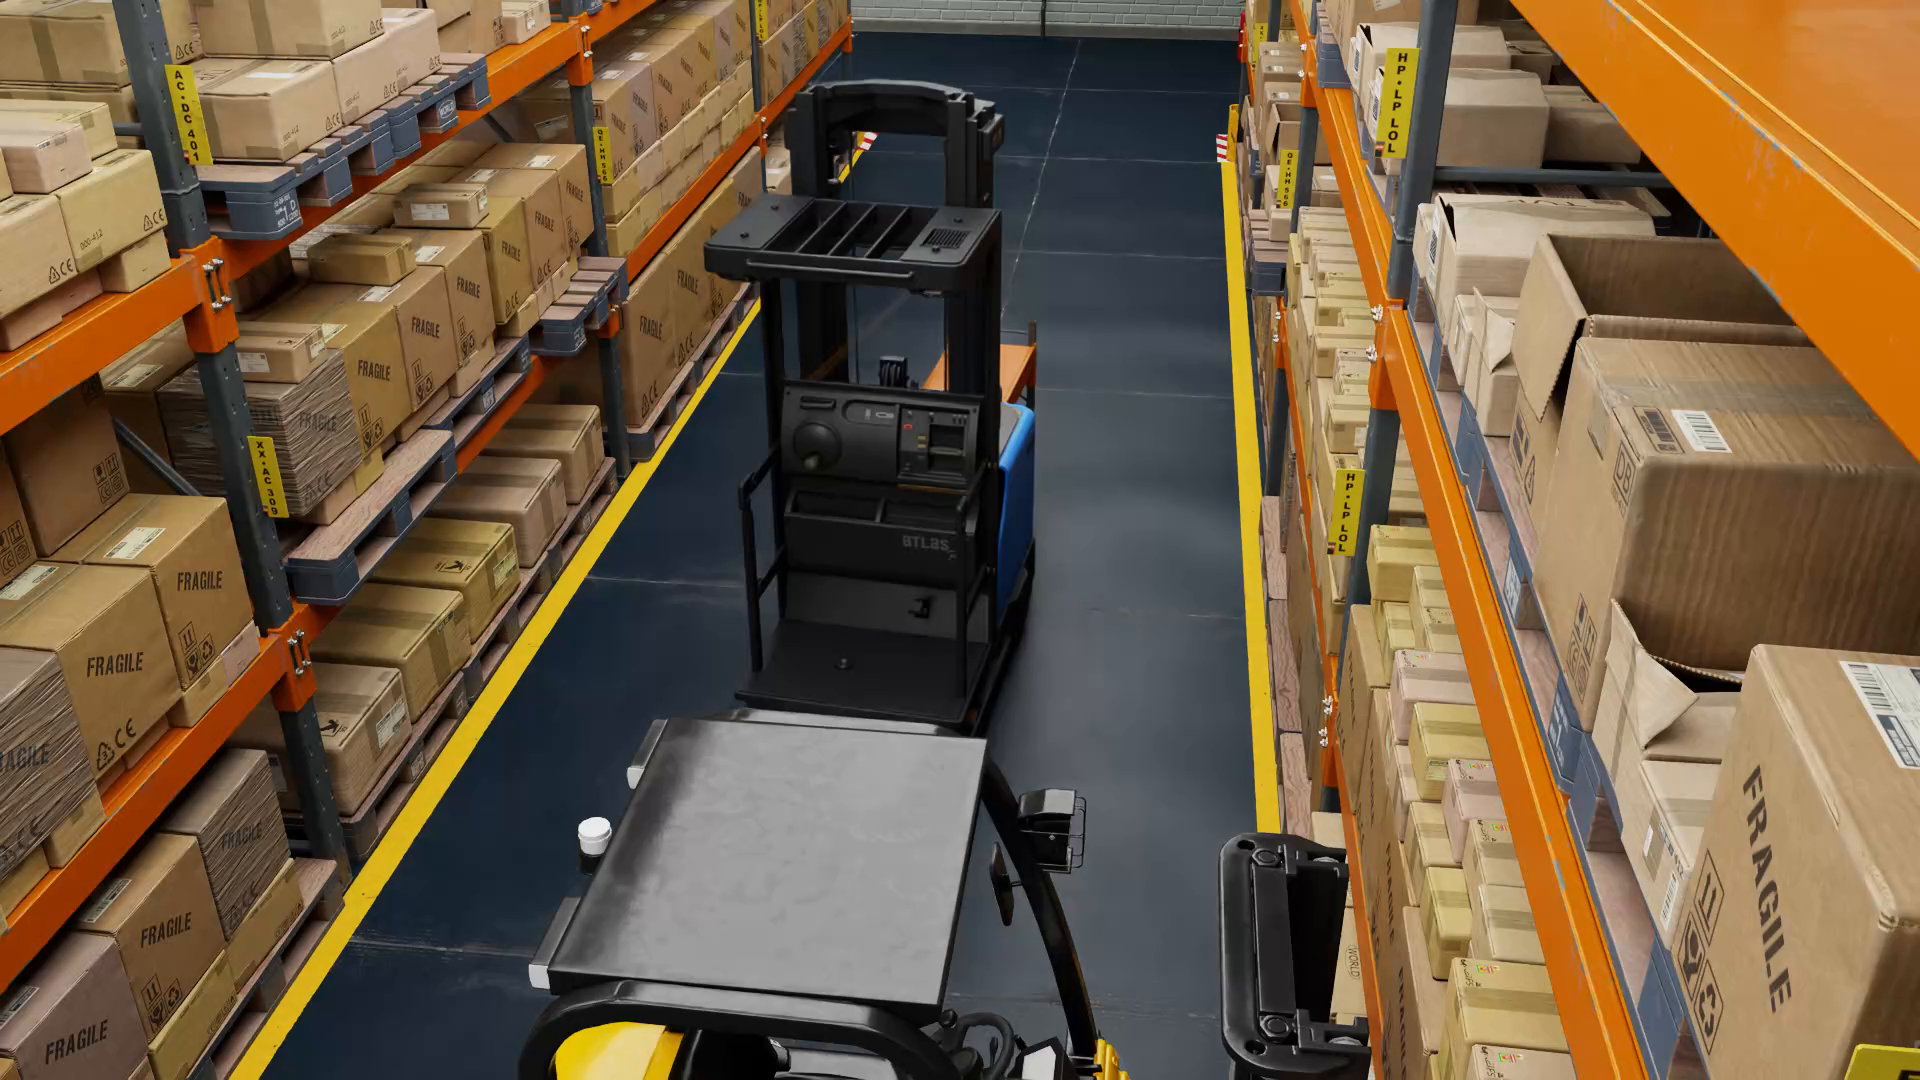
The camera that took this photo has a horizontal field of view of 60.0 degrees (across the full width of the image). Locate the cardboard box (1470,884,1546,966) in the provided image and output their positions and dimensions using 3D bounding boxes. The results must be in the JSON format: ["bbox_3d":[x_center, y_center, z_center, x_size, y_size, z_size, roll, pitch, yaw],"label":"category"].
[{"bbox_3d":[1.373,0.930,3.759,0.380,0.149,0.250,4,29,7],"label":"cardboard box"}]

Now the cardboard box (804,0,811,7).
[{"bbox_3d":[-1.595,-5.051,14.804,0.500,0.500,0.500,3,28,6],"label":"cardboard box"}]

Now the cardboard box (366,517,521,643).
[{"bbox_3d":[-2.850,0.183,8.576,0.950,0.372,0.625,4,29,8],"label":"cardboard box"}]

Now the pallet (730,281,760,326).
[{"bbox_3d":[-2.120,-2.047,13.326,1.003,0.211,1.213,3,28,6],"label":"pallet"}]

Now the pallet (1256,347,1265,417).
[{"bbox_3d":[2.618,-1.167,11.693,1.003,0.211,1.213,3,28,6],"label":"pallet"}]

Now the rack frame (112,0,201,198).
[{"bbox_3d":[-3.080,-2.517,4.935,1.000,3.000,0.127,3,28,6],"label":"rack frame"}]

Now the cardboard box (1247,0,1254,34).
[{"bbox_3d":[2.932,-4.868,15.467,0.500,0.250,0.500,4,29,7],"label":"cardboard box"}]

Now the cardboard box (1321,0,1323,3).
[{"bbox_3d":[1.993,-2.772,8.269,0.380,0.166,0.250,3,28,6],"label":"cardboard box"}]

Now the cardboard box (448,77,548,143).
[{"bbox_3d":[-2.786,-2.502,10.071,0.500,0.500,0.500,3,28,5],"label":"cardboard box"}]

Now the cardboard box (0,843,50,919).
[{"bbox_3d":[-2.999,1.001,4.995,0.380,0.149,0.250,3,28,5],"label":"cardboard box"}]

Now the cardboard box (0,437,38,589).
[{"bbox_3d":[-3.433,-0.058,5.221,0.700,0.500,0.500,4,29,6],"label":"cardboard box"}]

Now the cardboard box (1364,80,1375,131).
[{"bbox_3d":[1.680,-1.564,6.044,0.380,0.149,0.250,3,28,6],"label":"cardboard box"}]

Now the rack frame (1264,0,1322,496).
[{"bbox_3d":[2.337,-1.472,9.320,1.000,3.000,0.127,3,28,6],"label":"rack frame"}]

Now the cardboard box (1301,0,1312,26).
[{"bbox_3d":[2.159,-2.983,9.119,0.500,0.250,0.500,2,28,5],"label":"cardboard box"}]

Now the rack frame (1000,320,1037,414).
[{"bbox_3d":[0.204,-0.816,10.079,0.500,1.125,0.032,6,29,11],"label":"rack frame"}]

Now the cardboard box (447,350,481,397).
[{"bbox_3d":[-2.511,-0.804,7.902,0.380,0.149,0.250,4,29,8],"label":"cardboard box"}]

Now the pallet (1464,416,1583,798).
[{"bbox_3d":[1.616,0.105,3.324,1.003,0.211,1.213,3,28,6],"label":"pallet"}]

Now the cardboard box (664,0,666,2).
[{"bbox_3d":[-2.439,-3.936,12.733,0.500,0.500,0.500,4,29,7],"label":"cardboard box"}]

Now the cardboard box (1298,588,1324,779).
[{"bbox_3d":[2.002,0.660,7.423,0.875,0.625,0.625,3,28,6],"label":"cardboard box"}]

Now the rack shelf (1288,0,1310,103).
[{"bbox_3d":[2.582,-3.418,10.527,1.077,0.370,4.000,3,28,6],"label":"rack shelf"}]

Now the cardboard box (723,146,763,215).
[{"bbox_3d":[-2.096,-2.595,13.201,0.875,0.875,0.875,4,29,8],"label":"cardboard box"}]

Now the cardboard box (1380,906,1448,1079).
[{"bbox_3d":[1.342,1.280,4.105,0.500,0.500,0.500,4,29,7],"label":"cardboard box"}]

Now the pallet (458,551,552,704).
[{"bbox_3d":[-2.839,0.409,8.768,1.003,0.211,1.213,3,28,6],"label":"pallet"}]

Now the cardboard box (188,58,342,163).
[{"bbox_3d":[-2.611,-1.567,6.049,0.500,0.250,0.500,3,28,5],"label":"cardboard box"}]

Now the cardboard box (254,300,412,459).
[{"bbox_3d":[-2.677,-0.676,6.980,0.500,0.500,0.500,3,29,6],"label":"cardboard box"}]

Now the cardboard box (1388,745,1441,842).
[{"bbox_3d":[1.375,0.697,4.504,0.380,0.149,0.250,3,28,6],"label":"cardboard box"}]

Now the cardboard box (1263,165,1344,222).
[{"bbox_3d":[2.145,-2.107,10.213,0.500,0.250,0.500,2,28,4],"label":"cardboard box"}]

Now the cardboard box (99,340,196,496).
[{"bbox_3d":[-3.251,-0.467,6.592,0.500,0.500,0.500,3,28,5],"label":"cardboard box"}]

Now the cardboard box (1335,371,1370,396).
[{"bbox_3d":[1.759,-0.579,6.872,0.380,0.149,0.250,3,28,5],"label":"cardboard box"}]

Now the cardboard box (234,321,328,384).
[{"bbox_3d":[-2.671,-0.722,6.383,0.380,0.149,0.250,3,28,6],"label":"cardboard box"}]

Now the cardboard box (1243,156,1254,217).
[{"bbox_3d":[2.877,-3.151,14.629,0.700,0.500,0.500,2,28,4],"label":"cardboard box"}]

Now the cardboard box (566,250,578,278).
[{"bbox_3d":[-2.358,-1.535,9.258,0.380,0.149,0.250,4,29,7],"label":"cardboard box"}]

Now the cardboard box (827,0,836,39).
[{"bbox_3d":[-1.483,-5.091,15.932,0.500,0.500,0.500,3,28,5],"label":"cardboard box"}]

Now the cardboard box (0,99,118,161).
[{"bbox_3d":[-2.902,-1.275,5.216,0.380,0.149,0.250,4,29,7],"label":"cardboard box"}]

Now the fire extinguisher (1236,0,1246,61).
[{"bbox_3d":[2.876,-5.136,16.595,0.296,0.674,0.183,3,28,6],"label":"fire extinguisher"}]

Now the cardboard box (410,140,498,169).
[{"bbox_3d":[-2.875,-1.920,9.290,0.500,0.500,0.500,3,28,5],"label":"cardboard box"}]

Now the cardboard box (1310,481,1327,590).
[{"bbox_3d":[1.705,-0.013,6.769,0.500,0.250,0.500,3,28,6],"label":"cardboard box"}]

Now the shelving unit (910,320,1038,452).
[{"bbox_3d":[0.091,-0.581,9.643,0.538,1.125,1.048,6,29,11],"label":"shelving unit"}]

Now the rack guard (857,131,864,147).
[{"bbox_3d":[-1.607,-4.436,17.456,1.175,0.500,0.348,3,28,6],"label":"rack guard"}]

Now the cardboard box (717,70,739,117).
[{"bbox_3d":[-1.966,-3.339,12.415,0.500,0.250,0.500,4,29,7],"label":"cardboard box"}]

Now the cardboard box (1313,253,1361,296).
[{"bbox_3d":[1.948,-1.297,8.205,0.380,0.149,0.250,4,29,7],"label":"cardboard box"}]

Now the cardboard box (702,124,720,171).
[{"bbox_3d":[-2.049,-2.874,12.080,0.500,0.250,0.500,3,28,5],"label":"cardboard box"}]

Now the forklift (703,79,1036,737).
[{"bbox_3d":[-0.416,-0.432,7.461,1.130,2.935,3.031,6,29,11],"label":"forklift"}]

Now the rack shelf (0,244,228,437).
[{"bbox_3d":[-3.325,0.061,4.069,1.077,0.370,4.000,3,28,6],"label":"rack shelf"}]

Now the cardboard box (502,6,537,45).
[{"bbox_3d":[-2.443,-2.691,8.685,0.380,0.149,0.250,3,28,6],"label":"cardboard box"}]

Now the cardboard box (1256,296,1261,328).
[{"bbox_3d":[2.423,-1.739,12.008,0.500,0.500,0.500,3,28,5],"label":"cardboard box"}]

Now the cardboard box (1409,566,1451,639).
[{"bbox_3d":[1.588,0.212,5.090,0.380,0.149,0.250,4,29,7],"label":"cardboard box"}]

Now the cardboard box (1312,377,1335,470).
[{"bbox_3d":[1.777,-0.472,7.095,0.500,0.250,0.500,4,29,7],"label":"cardboard box"}]

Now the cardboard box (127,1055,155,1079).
[{"bbox_3d":[-3.008,1.934,5.454,0.500,0.250,0.500,4,29,7],"label":"cardboard box"}]

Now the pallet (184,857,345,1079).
[{"bbox_3d":[-3.127,1.670,6.428,1.003,0.211,1.213,3,28,6],"label":"pallet"}]

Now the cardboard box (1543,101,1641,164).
[{"bbox_3d":[2.146,-1.416,5.770,0.380,0.149,0.250,3,28,6],"label":"cardboard box"}]

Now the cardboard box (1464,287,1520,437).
[{"bbox_3d":[1.363,-0.399,3.758,0.396,0.266,0.258,3,28,5],"label":"cardboard box"}]

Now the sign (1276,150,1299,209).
[{"bbox_3d":[1.797,-1.974,9.115,0.100,0.325,0.005,3,28,6],"label":"sign"}]

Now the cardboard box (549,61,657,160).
[{"bbox_3d":[-2.236,-2.695,10.430,0.500,0.500,0.500,3,29,6],"label":"cardboard box"}]
